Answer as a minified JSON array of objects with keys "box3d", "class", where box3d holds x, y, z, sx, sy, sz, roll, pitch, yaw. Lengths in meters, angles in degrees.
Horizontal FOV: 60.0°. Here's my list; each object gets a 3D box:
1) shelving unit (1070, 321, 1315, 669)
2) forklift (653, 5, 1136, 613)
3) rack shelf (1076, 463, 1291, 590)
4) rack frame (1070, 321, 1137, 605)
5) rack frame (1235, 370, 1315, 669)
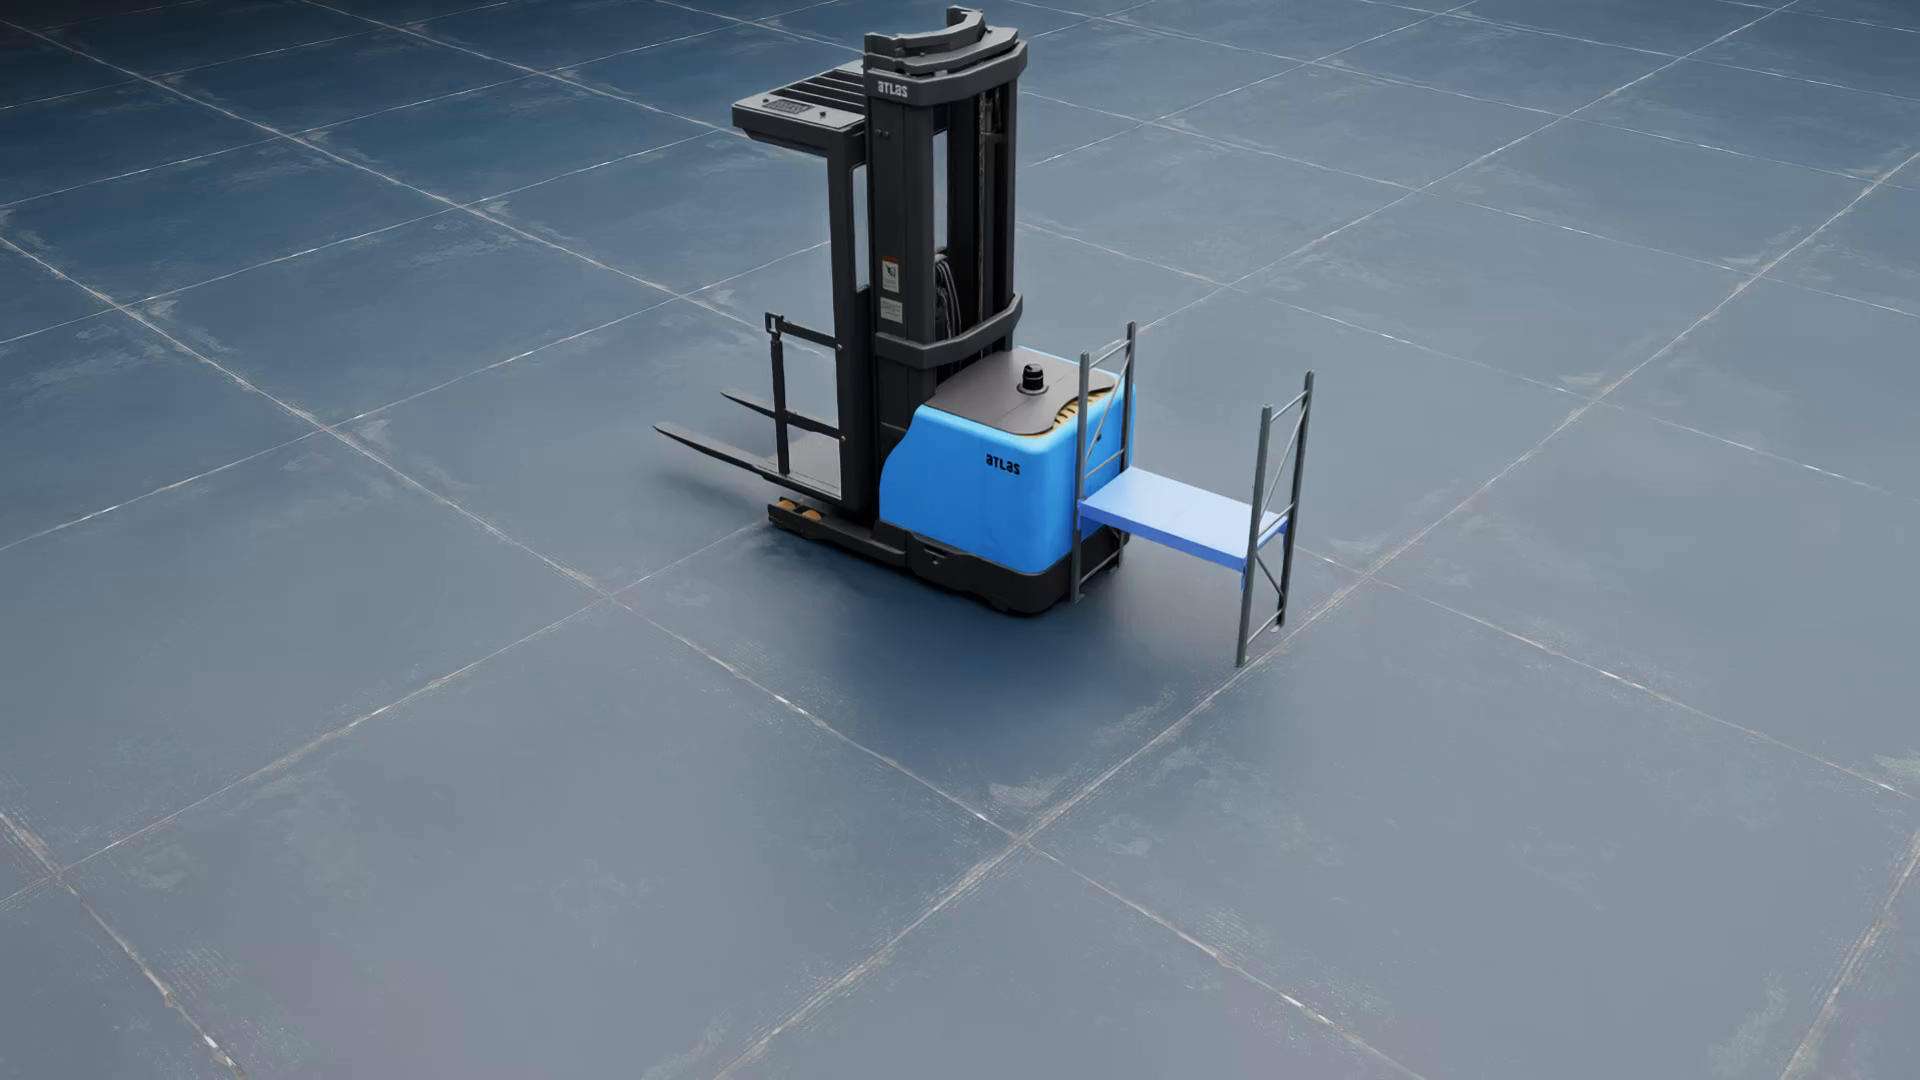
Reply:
[{"box3d":[1.173,-0.241,8.641,1.048,1.500,0.538,21,37,30],"class":"shelving unit"},{"box3d":[-0.512,-1.460,9.278,3.031,2.935,1.130,21,37,30],"class":"forklift"},{"box3d":[1.173,-0.087,8.734,1.000,0.185,0.538,21,37,30],"class":"rack shelf"},{"box3d":[0.763,-0.396,8.898,0.032,1.500,0.500,21,37,30],"class":"rack frame"},{"box3d":[1.584,-0.087,8.384,0.032,1.500,0.500,21,37,30],"class":"rack frame"}]
